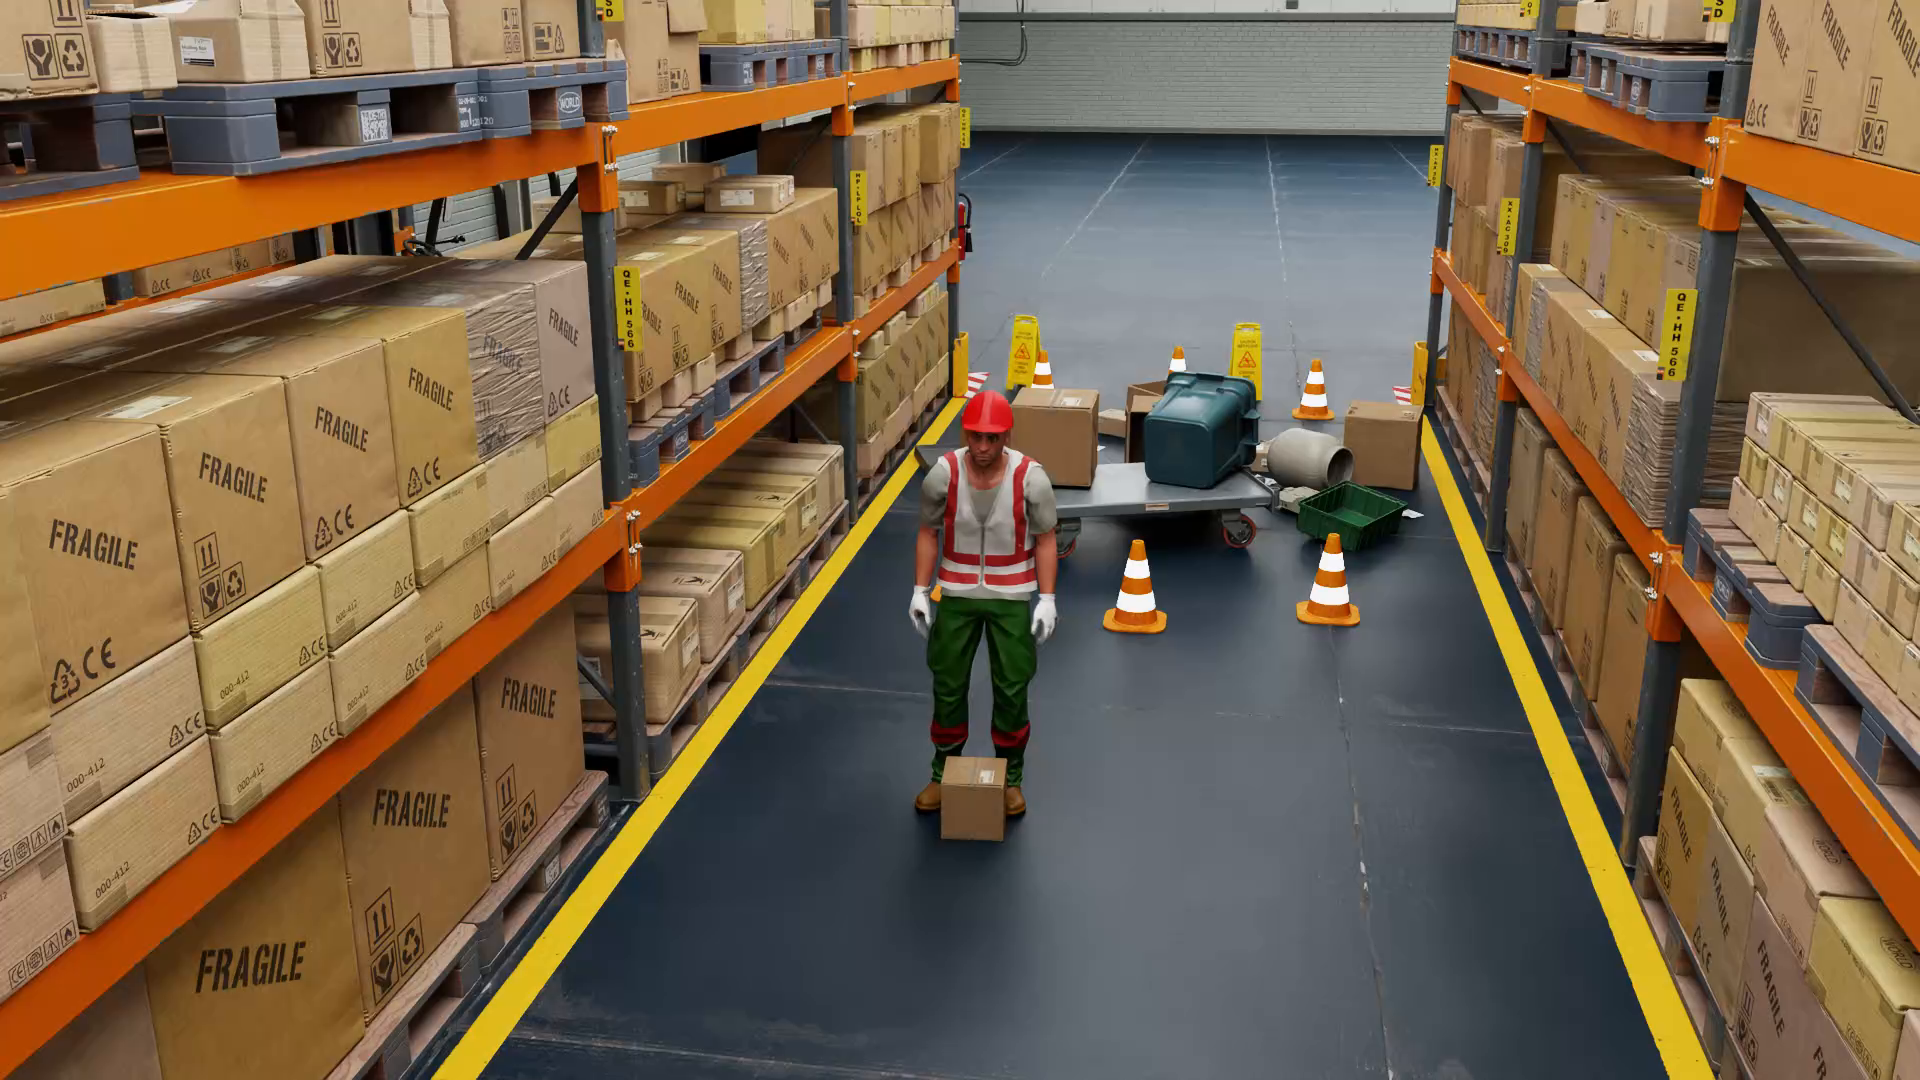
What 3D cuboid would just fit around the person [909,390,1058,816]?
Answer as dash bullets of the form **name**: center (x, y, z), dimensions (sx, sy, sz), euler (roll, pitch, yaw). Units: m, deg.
- **person**: center (0.096, 0.255, 6.730), dimensions (0.608, 1.779, 0.453), euler (3, 18, 8)
